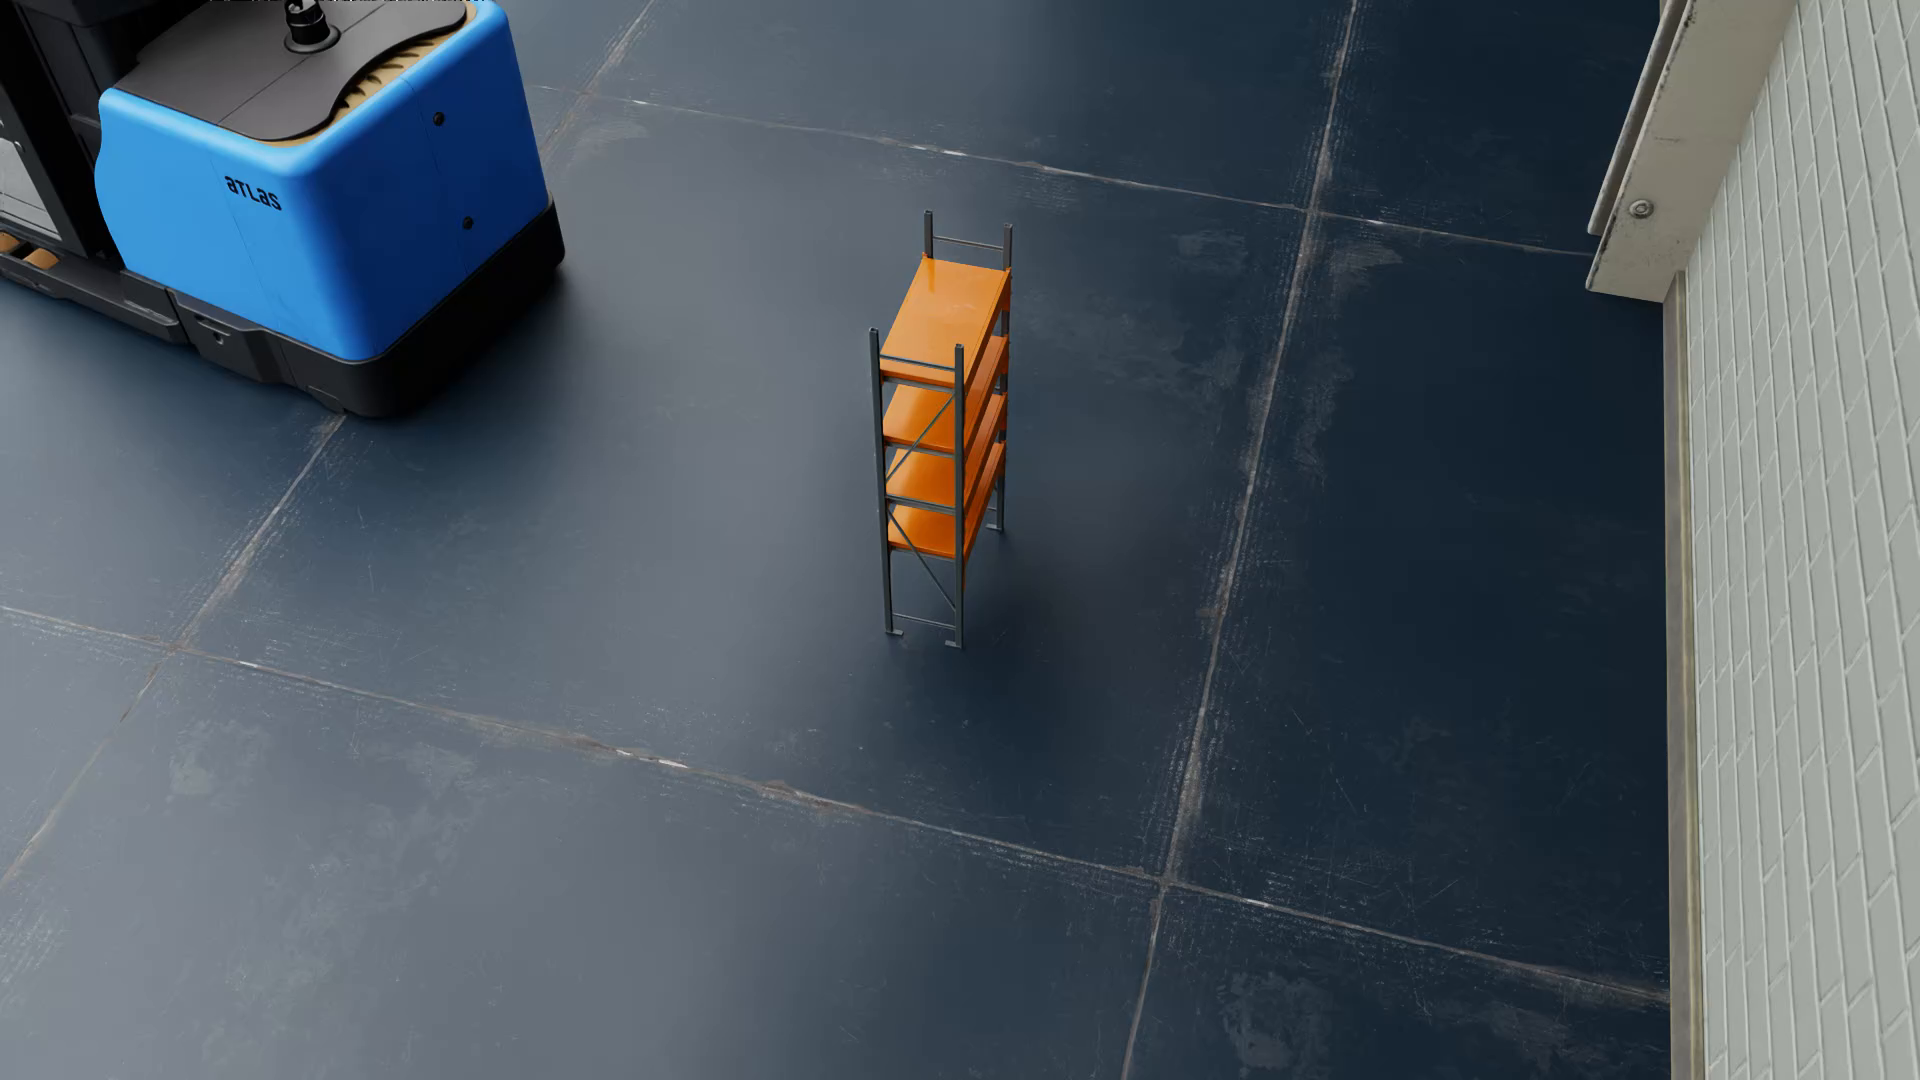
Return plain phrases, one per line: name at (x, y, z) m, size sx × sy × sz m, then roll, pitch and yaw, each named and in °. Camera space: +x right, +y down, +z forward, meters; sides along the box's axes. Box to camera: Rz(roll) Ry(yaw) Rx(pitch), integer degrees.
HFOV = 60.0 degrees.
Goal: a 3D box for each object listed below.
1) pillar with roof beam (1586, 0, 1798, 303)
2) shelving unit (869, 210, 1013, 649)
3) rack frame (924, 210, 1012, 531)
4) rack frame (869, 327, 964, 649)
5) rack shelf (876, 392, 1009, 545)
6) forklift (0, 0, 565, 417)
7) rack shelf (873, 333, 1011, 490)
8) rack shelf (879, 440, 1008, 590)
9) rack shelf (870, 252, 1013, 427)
pillar with roof beam at (-1.674, -4.851, 3.529) m, size 9.100 × 9.000 × 0.400 m, roll 12°, pitch 50°, yaw 10°
shelving unit at (-0.044, -0.277, 4.694) m, size 0.258 × 1.200 × 0.503 m, roll 12°, pitch 50°, yaw 10°
rack frame at (0.021, -0.454, 4.850) m, size 0.240 × 1.200 × 0.015 m, roll 12°, pitch 50°, yaw 10°
rack frame at (-0.108, -0.101, 4.539) m, size 0.240 × 1.200 × 0.015 m, roll 12°, pitch 50°, yaw 10°
rack shelf at (-0.044, -0.233, 4.745) m, size 0.258 × 0.148 × 0.480 m, roll 12°, pitch 50°, yaw 10°
forklift at (-2.988, -2.182, 5.221) m, size 3.031 × 2.935 × 1.130 m, roll 22°, pitch 52°, yaw 18°
rack shelf at (-0.044, -0.381, 4.577) m, size 0.258 × 0.148 × 0.480 m, roll 12°, pitch 50°, yaw 10°
rack shelf at (-0.044, -0.101, 4.894) m, size 0.258 × 0.148 × 0.480 m, roll 12°, pitch 50°, yaw 10°
rack shelf at (-0.044, -0.537, 4.400) m, size 0.258 × 0.148 × 0.480 m, roll 12°, pitch 50°, yaw 10°
